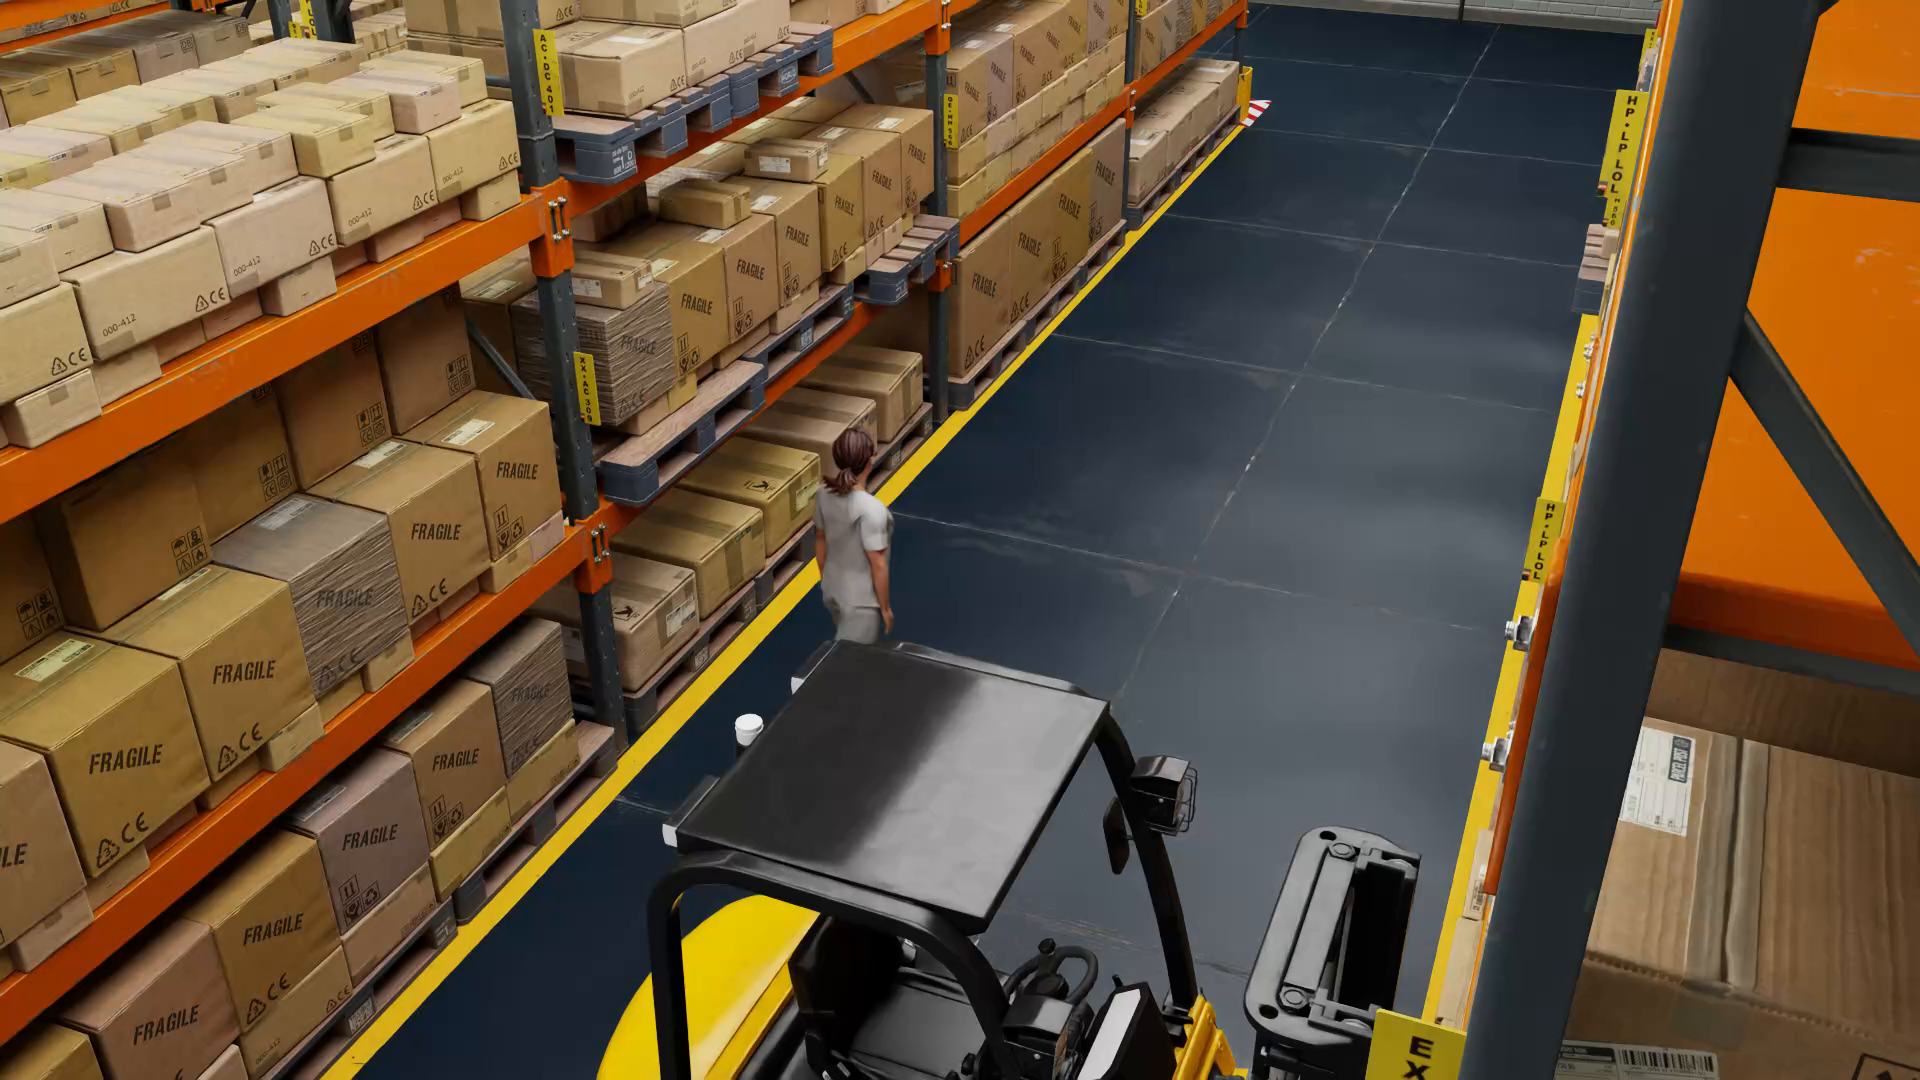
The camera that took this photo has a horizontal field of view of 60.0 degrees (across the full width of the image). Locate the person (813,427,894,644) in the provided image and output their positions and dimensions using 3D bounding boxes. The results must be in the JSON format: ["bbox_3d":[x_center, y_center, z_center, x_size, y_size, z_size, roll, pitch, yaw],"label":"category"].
[{"bbox_3d":[-0.494,0.274,7.656,0.568,1.666,0.478,-22,36,-33],"label":"person"}]
